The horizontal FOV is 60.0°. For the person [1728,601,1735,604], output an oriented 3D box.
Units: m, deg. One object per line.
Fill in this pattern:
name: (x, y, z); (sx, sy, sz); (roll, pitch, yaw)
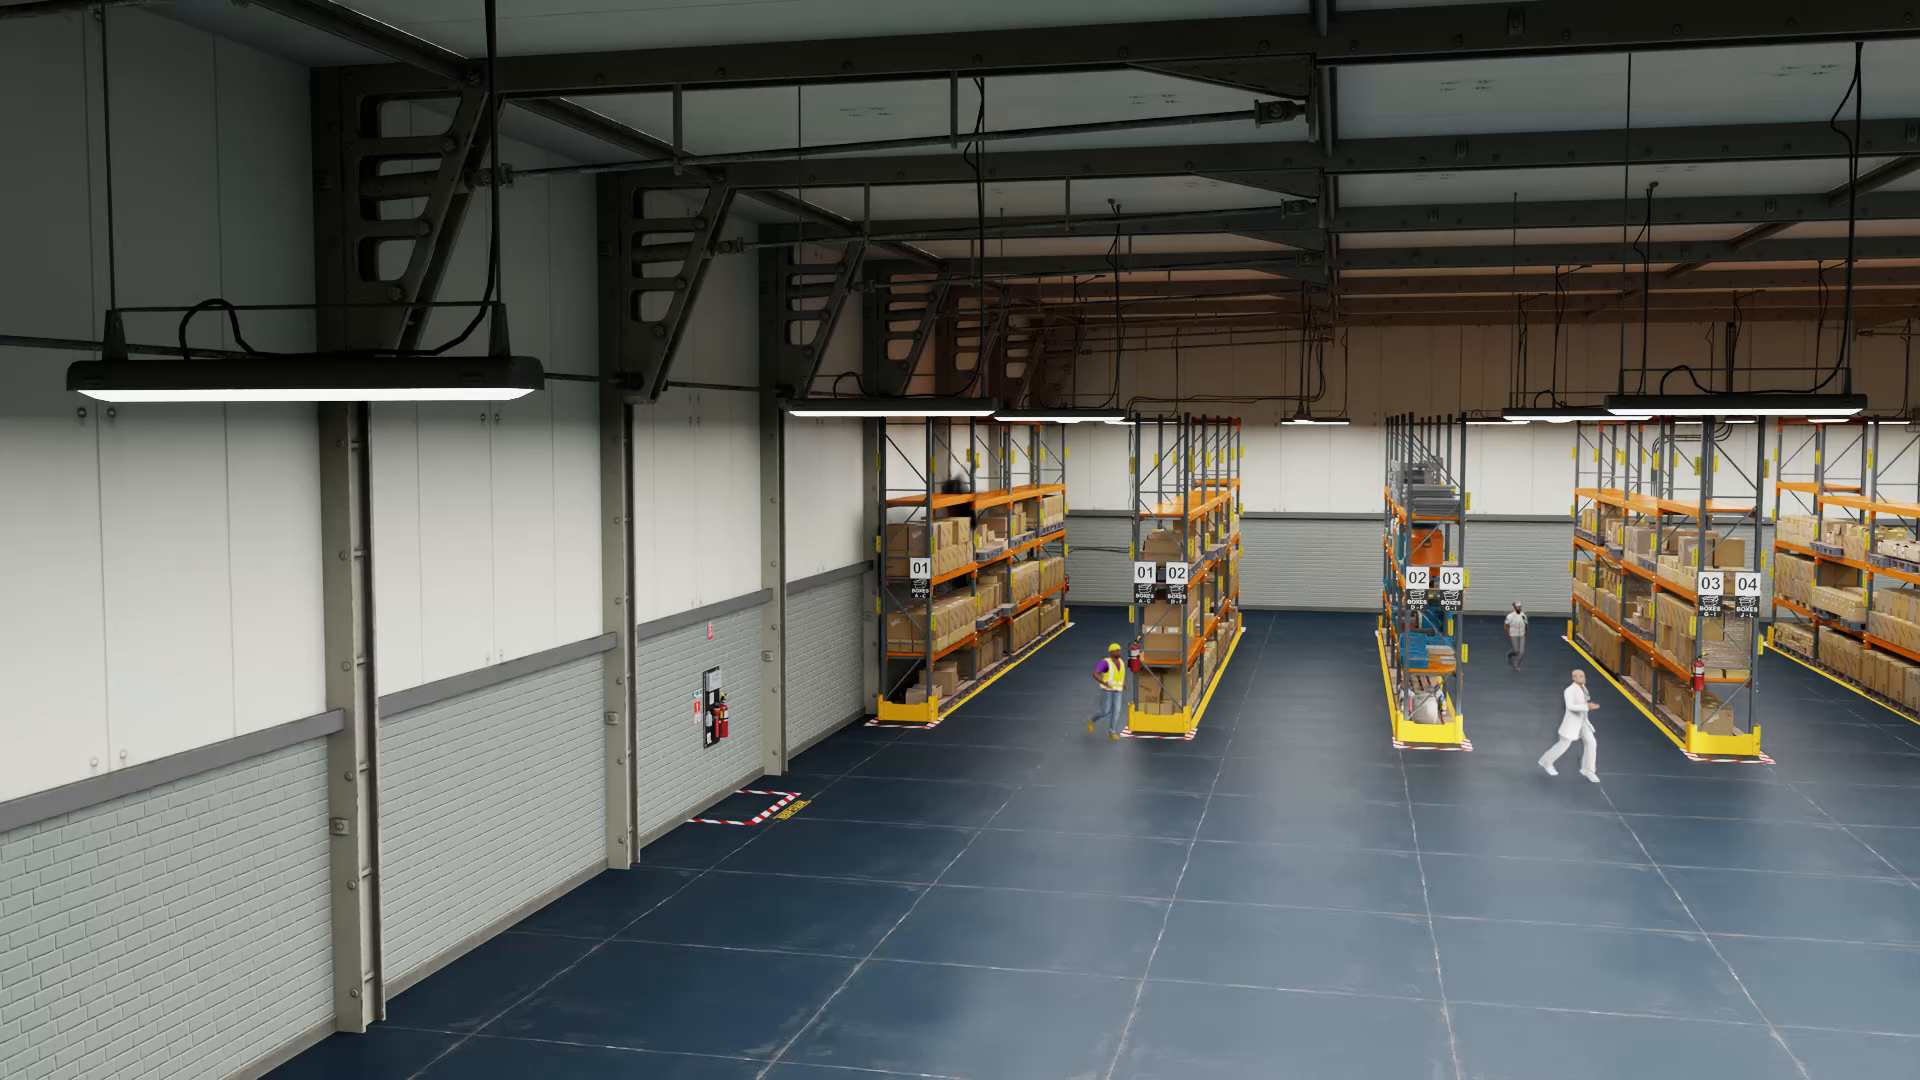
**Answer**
person: (20.854, 1.927, 44.669); (0.535, 1.586, 0.705); (-1, 4, -19)

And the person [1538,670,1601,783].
person: (9.960, 3.004, 27.066); (0.728, 1.834, 0.990); (-3, 5, -40)

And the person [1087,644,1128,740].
person: (2.824, 2.778, 30.701); (0.765, 1.724, 0.915); (-2, 4, -29)

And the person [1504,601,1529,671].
person: (13.121, 2.255, 39.169); (0.577, 1.659, 0.562); (0, 4, -1)
